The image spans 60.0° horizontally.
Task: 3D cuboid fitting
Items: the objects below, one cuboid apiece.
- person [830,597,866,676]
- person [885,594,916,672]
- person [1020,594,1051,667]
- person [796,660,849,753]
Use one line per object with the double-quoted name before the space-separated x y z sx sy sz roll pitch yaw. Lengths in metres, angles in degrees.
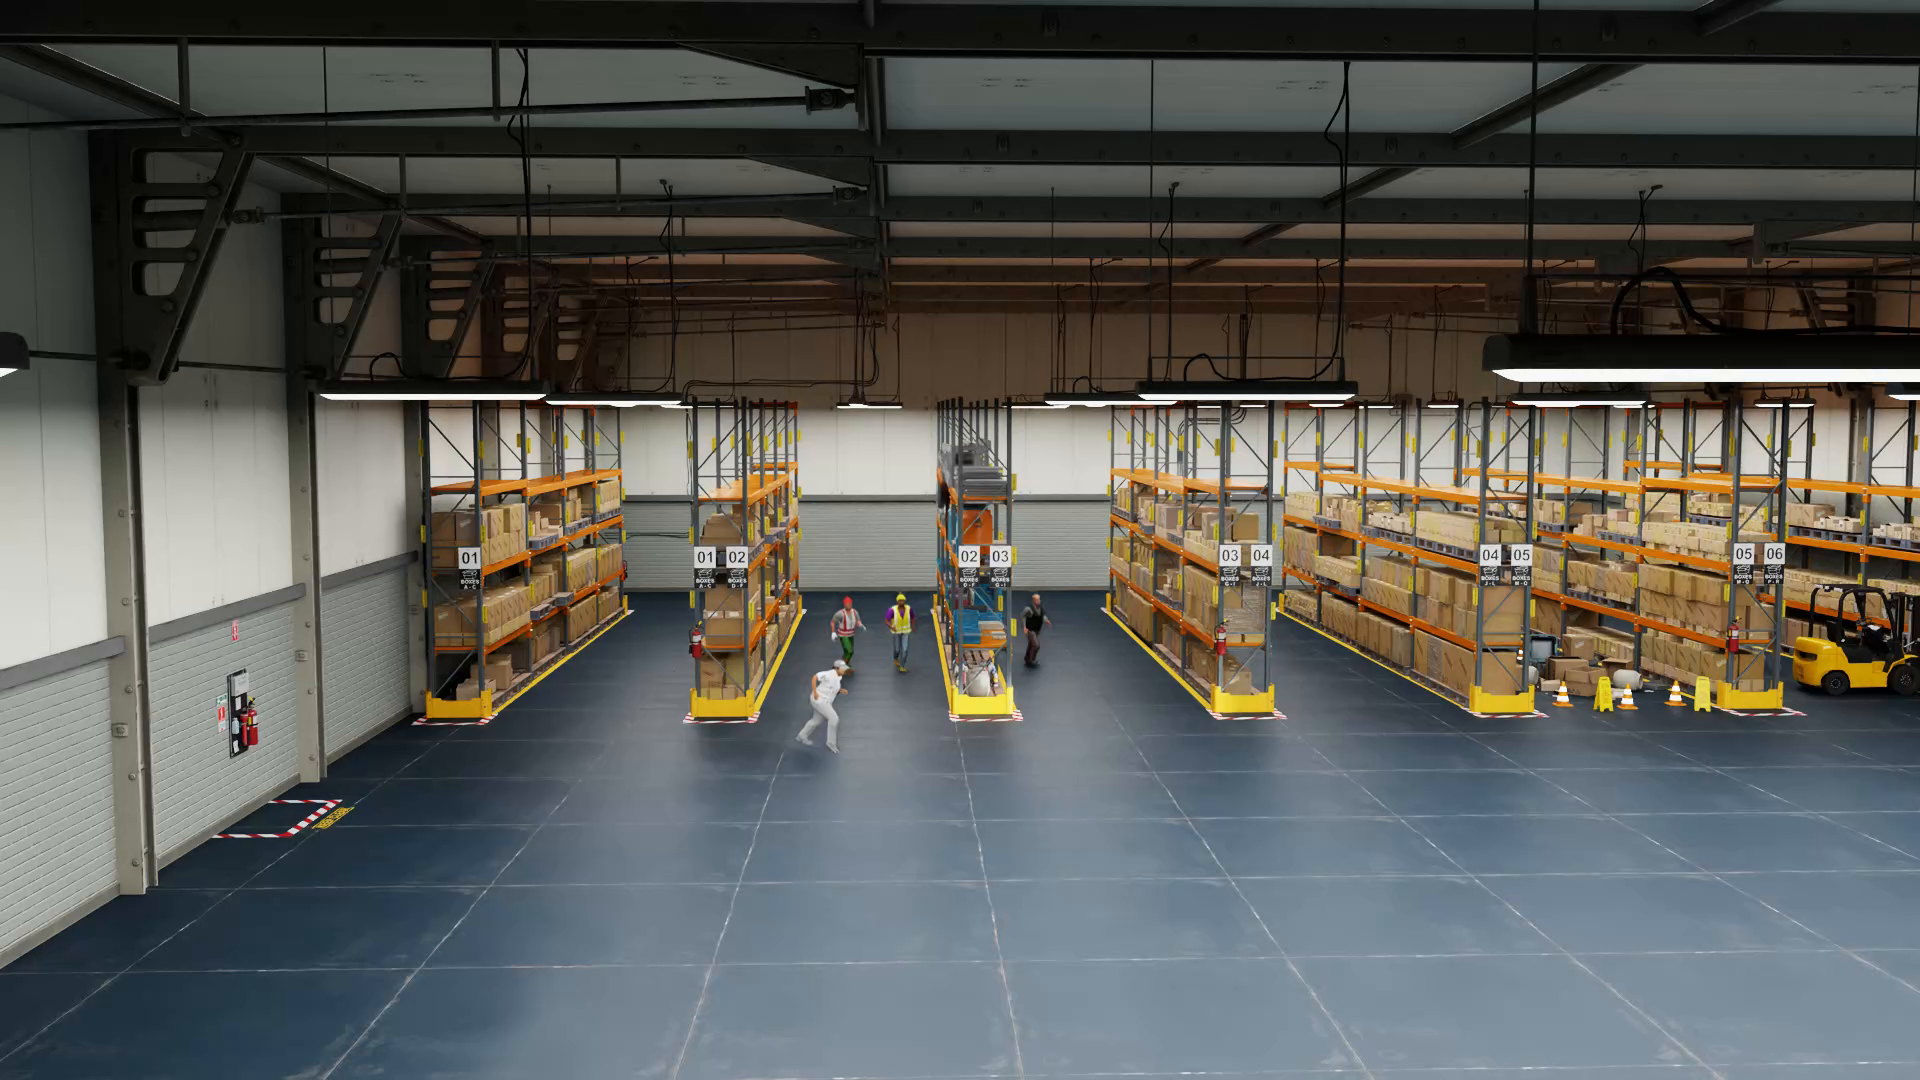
"person" -2.415 2.100 36.165 0.814 1.738 0.679 3 6 38
"person" -1.322 2.040 36.752 0.698 1.716 0.741 -1 4 -8
"person" 1.676 2.037 37.347 0.833 1.669 0.677 4 6 39
"person" -2.317 2.808 28.059 0.982 1.619 0.647 2 5 20
